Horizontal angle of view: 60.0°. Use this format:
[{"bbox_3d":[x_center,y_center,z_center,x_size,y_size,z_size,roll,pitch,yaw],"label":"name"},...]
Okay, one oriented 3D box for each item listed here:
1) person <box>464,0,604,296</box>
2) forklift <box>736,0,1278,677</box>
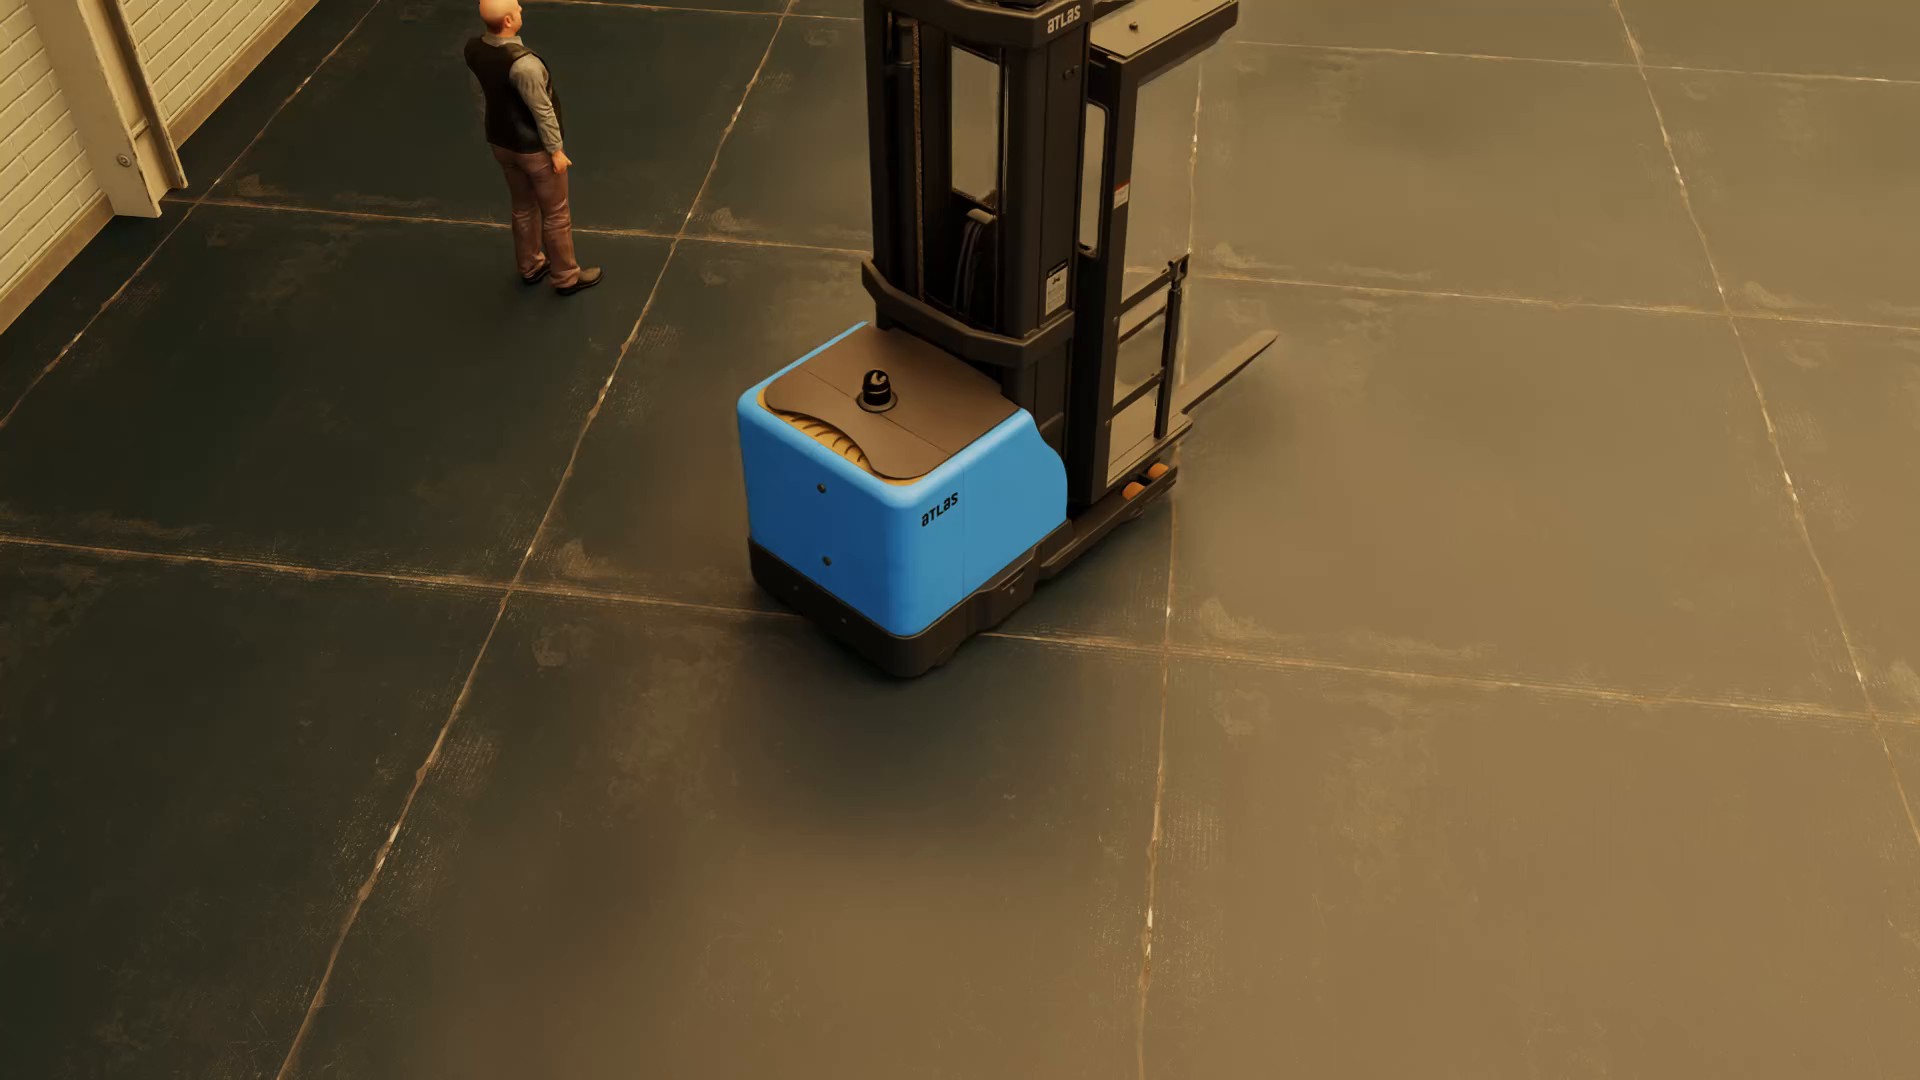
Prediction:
[{"bbox_3d":[-2.316,-2.132,8.939,0.536,1.725,0.364,25,48,24],"label":"person"},{"bbox_3d":[0.407,-1.401,7.250,1.130,2.935,3.031,32,51,30],"label":"forklift"}]
